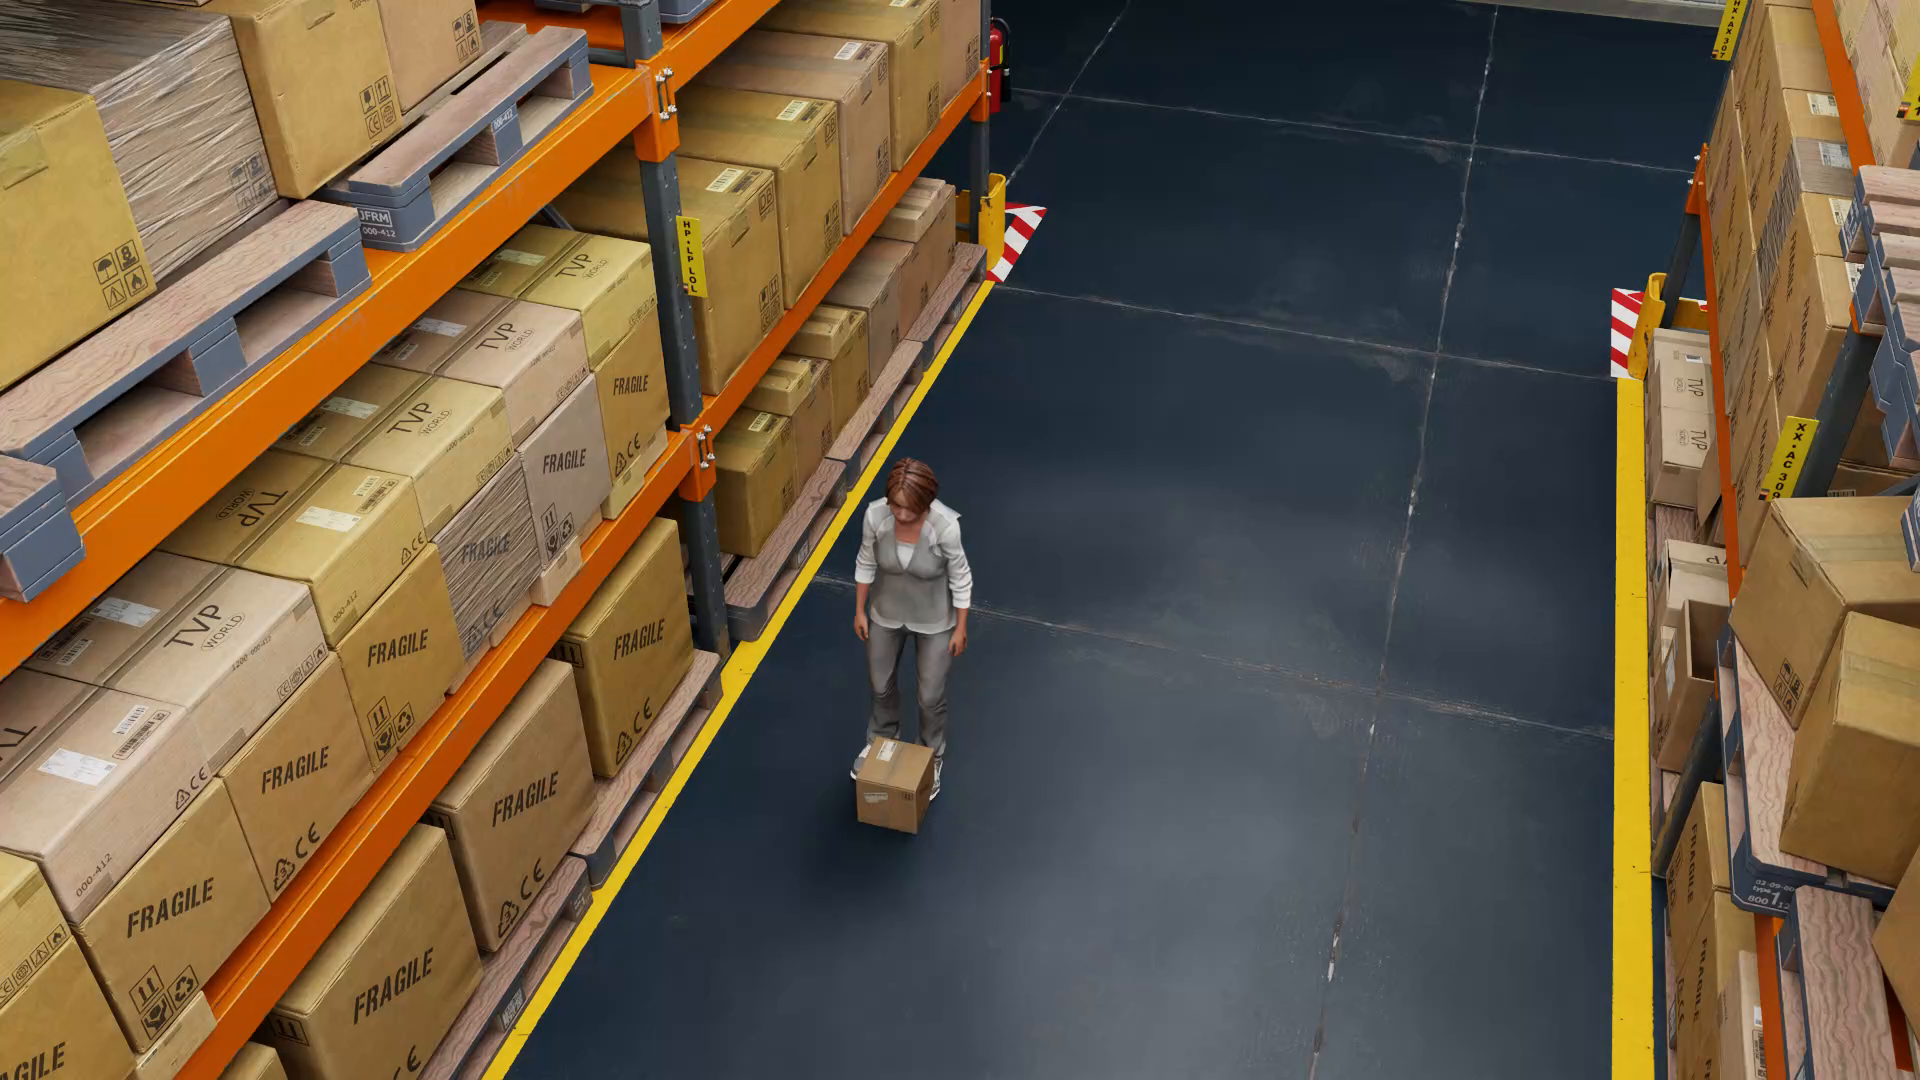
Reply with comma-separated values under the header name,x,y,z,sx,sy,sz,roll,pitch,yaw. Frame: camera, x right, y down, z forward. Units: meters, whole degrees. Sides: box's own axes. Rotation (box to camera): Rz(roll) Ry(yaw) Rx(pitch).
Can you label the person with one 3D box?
name,x,y,z,sx,sy,sz,roll,pitch,yaw
person,-0.199,0.337,6.470,0.480,1.580,0.360,9,38,12
